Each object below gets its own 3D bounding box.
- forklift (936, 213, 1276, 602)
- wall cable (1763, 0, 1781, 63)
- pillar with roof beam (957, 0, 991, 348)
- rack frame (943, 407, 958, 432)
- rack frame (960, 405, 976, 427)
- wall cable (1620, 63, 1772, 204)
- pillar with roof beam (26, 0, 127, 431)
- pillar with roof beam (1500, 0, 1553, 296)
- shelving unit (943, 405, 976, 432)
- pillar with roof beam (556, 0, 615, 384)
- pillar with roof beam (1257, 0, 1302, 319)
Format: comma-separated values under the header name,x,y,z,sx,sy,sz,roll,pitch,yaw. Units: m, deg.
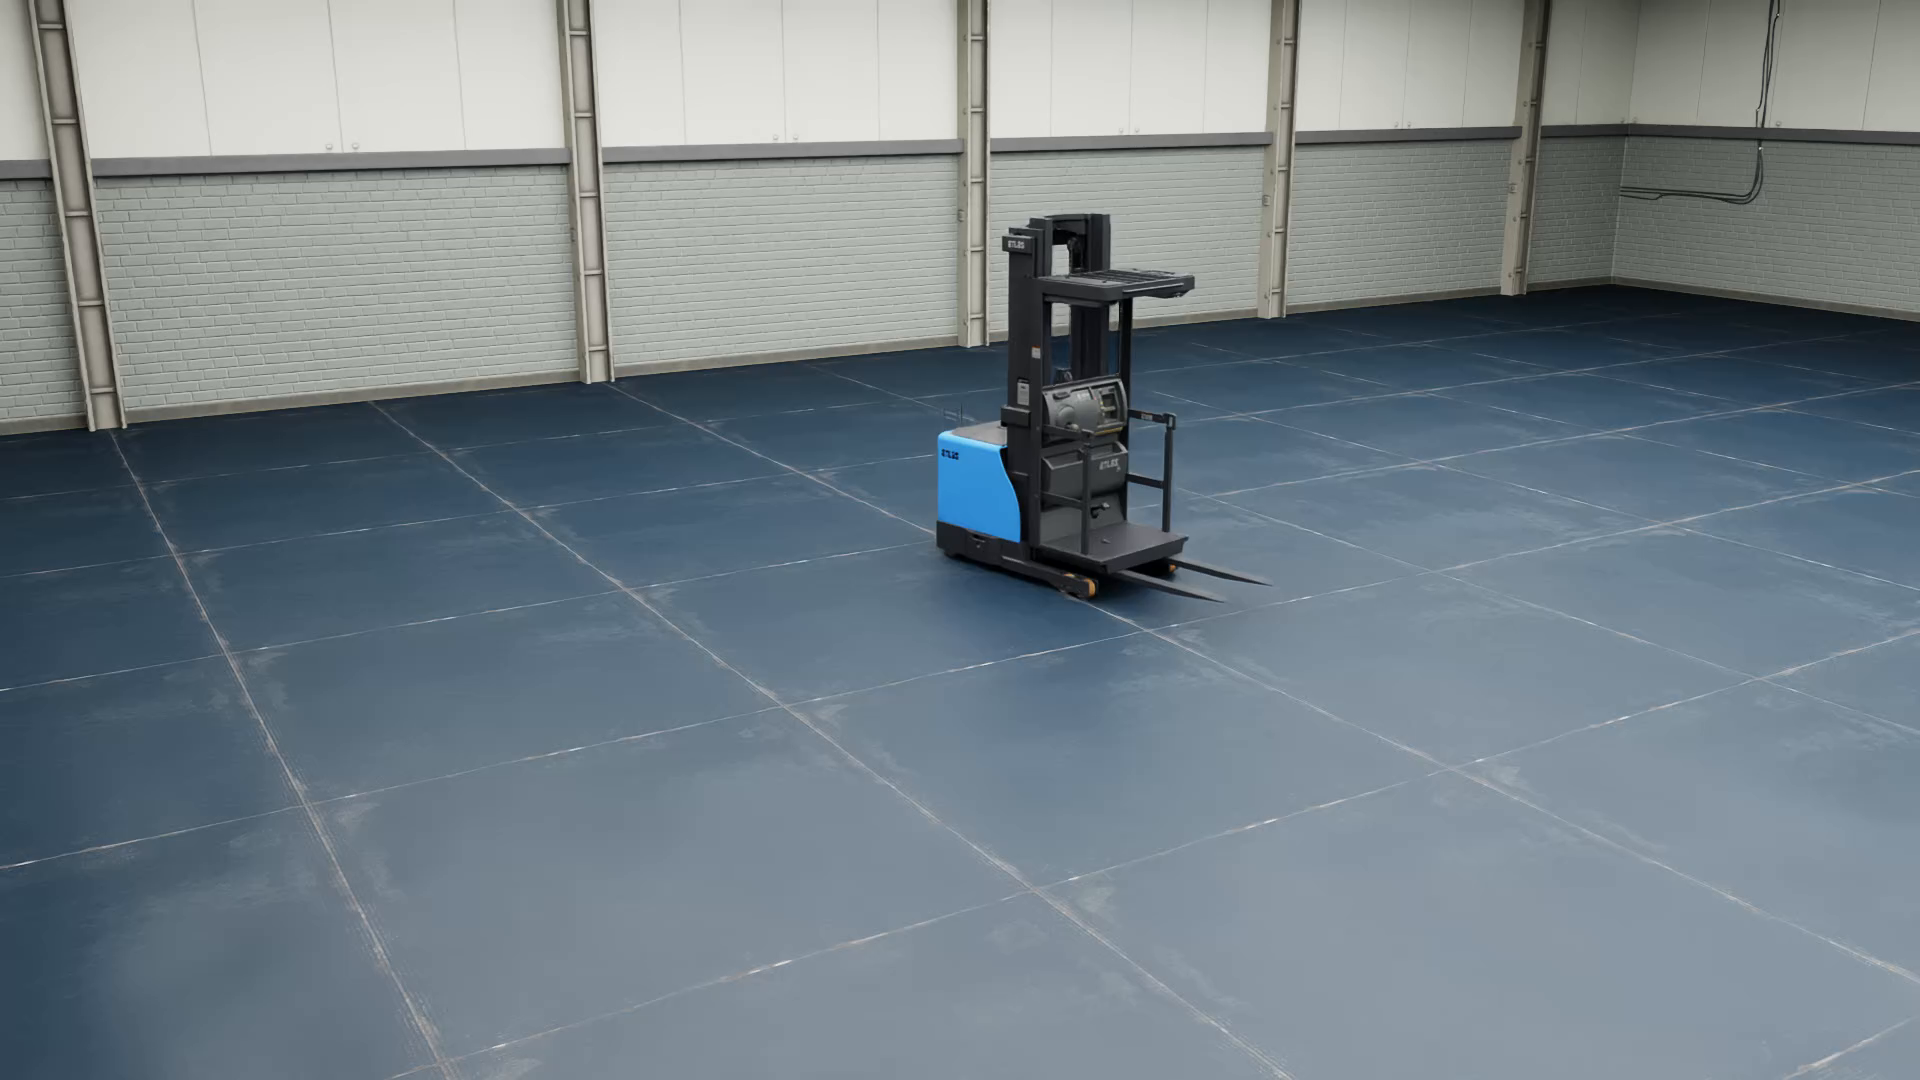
name,x,y,z,sx,sy,sz,roll,pitch,yaw
forklift,1.170,-1.095,13.386,1.130,2.935,3.031,-14,21,-41
wall cable,15.090,-9.416,28.226,0.112,2.526,3.097,-9,18,-30
pillar with roof beam,2.421,-6.338,20.848,0.400,9.000,9.100,-9,18,-30
rack frame,-0.083,-0.570,14.719,0.006,1.200,0.240,-10,19,-32
rack frame,0.070,-0.597,14.816,0.006,1.200,0.240,-10,19,-32
wall cable,13.696,-7.611,31.141,0.112,2.526,3.097,-9,18,-30
pillar with roof beam,-7.865,-4.670,14.897,0.400,9.000,9.100,-9,18,-30
pillar with roof beam,12.707,-8.006,26.799,0.400,9.000,9.100,-9,18,-30
shelving unit,-0.007,-0.583,14.768,0.189,1.200,0.258,-10,19,-32
pillar with roof beam,-2.722,-5.504,17.873,0.400,9.000,9.100,-9,18,-30
pillar with roof beam,7.564,-7.172,23.823,0.400,9.000,9.100,-9,18,-30
